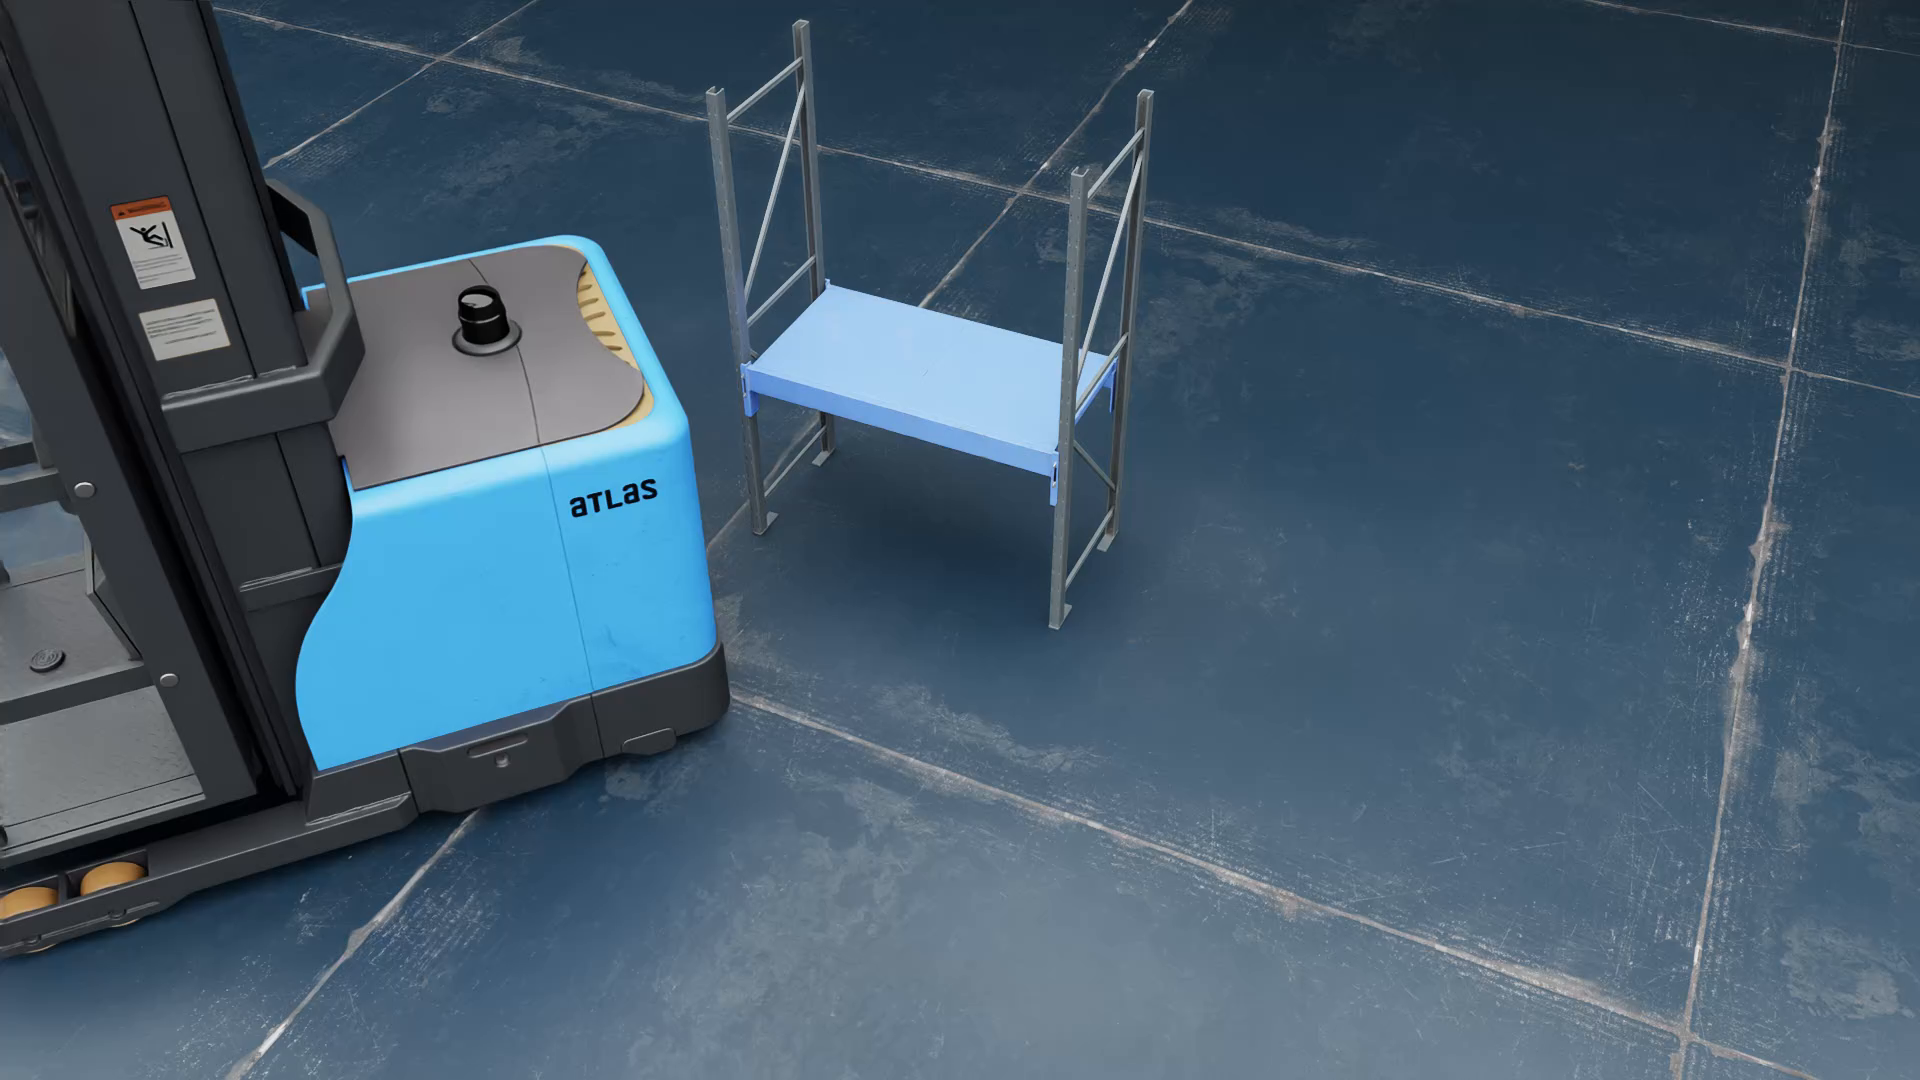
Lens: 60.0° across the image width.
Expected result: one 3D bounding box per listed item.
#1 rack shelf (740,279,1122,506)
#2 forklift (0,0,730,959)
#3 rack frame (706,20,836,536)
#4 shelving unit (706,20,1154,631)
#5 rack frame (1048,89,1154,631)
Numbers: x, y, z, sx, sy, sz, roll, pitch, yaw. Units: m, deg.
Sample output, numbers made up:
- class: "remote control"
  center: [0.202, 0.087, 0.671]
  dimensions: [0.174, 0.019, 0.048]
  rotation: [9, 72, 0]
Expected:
- class: "rack shelf"
  center: [-0.077, -0.454, 4.904]
  dimensions: [1.000, 0.185, 0.538]
  rotation: [17, 44, 19]
- class: "forklift"
  center: [-2.205, -0.491, 3.579]
  dimensions: [3.031, 2.935, 1.130]
  rotation: [-16, 43, -17]
- class: "rack frame"
  center: [-0.538, -0.731, 4.948]
  dimensions: [0.032, 1.500, 0.500]
  rotation: [17, 44, 19]
- class: "shelving unit"
  center: [-0.077, -0.590, 4.786]
  dimensions: [1.048, 1.500, 0.538]
  rotation: [17, 44, 19]
- class: "rack frame"
  center: [0.383, -0.450, 4.624]
  dimensions: [0.032, 1.500, 0.500]
  rotation: [17, 44, 19]
